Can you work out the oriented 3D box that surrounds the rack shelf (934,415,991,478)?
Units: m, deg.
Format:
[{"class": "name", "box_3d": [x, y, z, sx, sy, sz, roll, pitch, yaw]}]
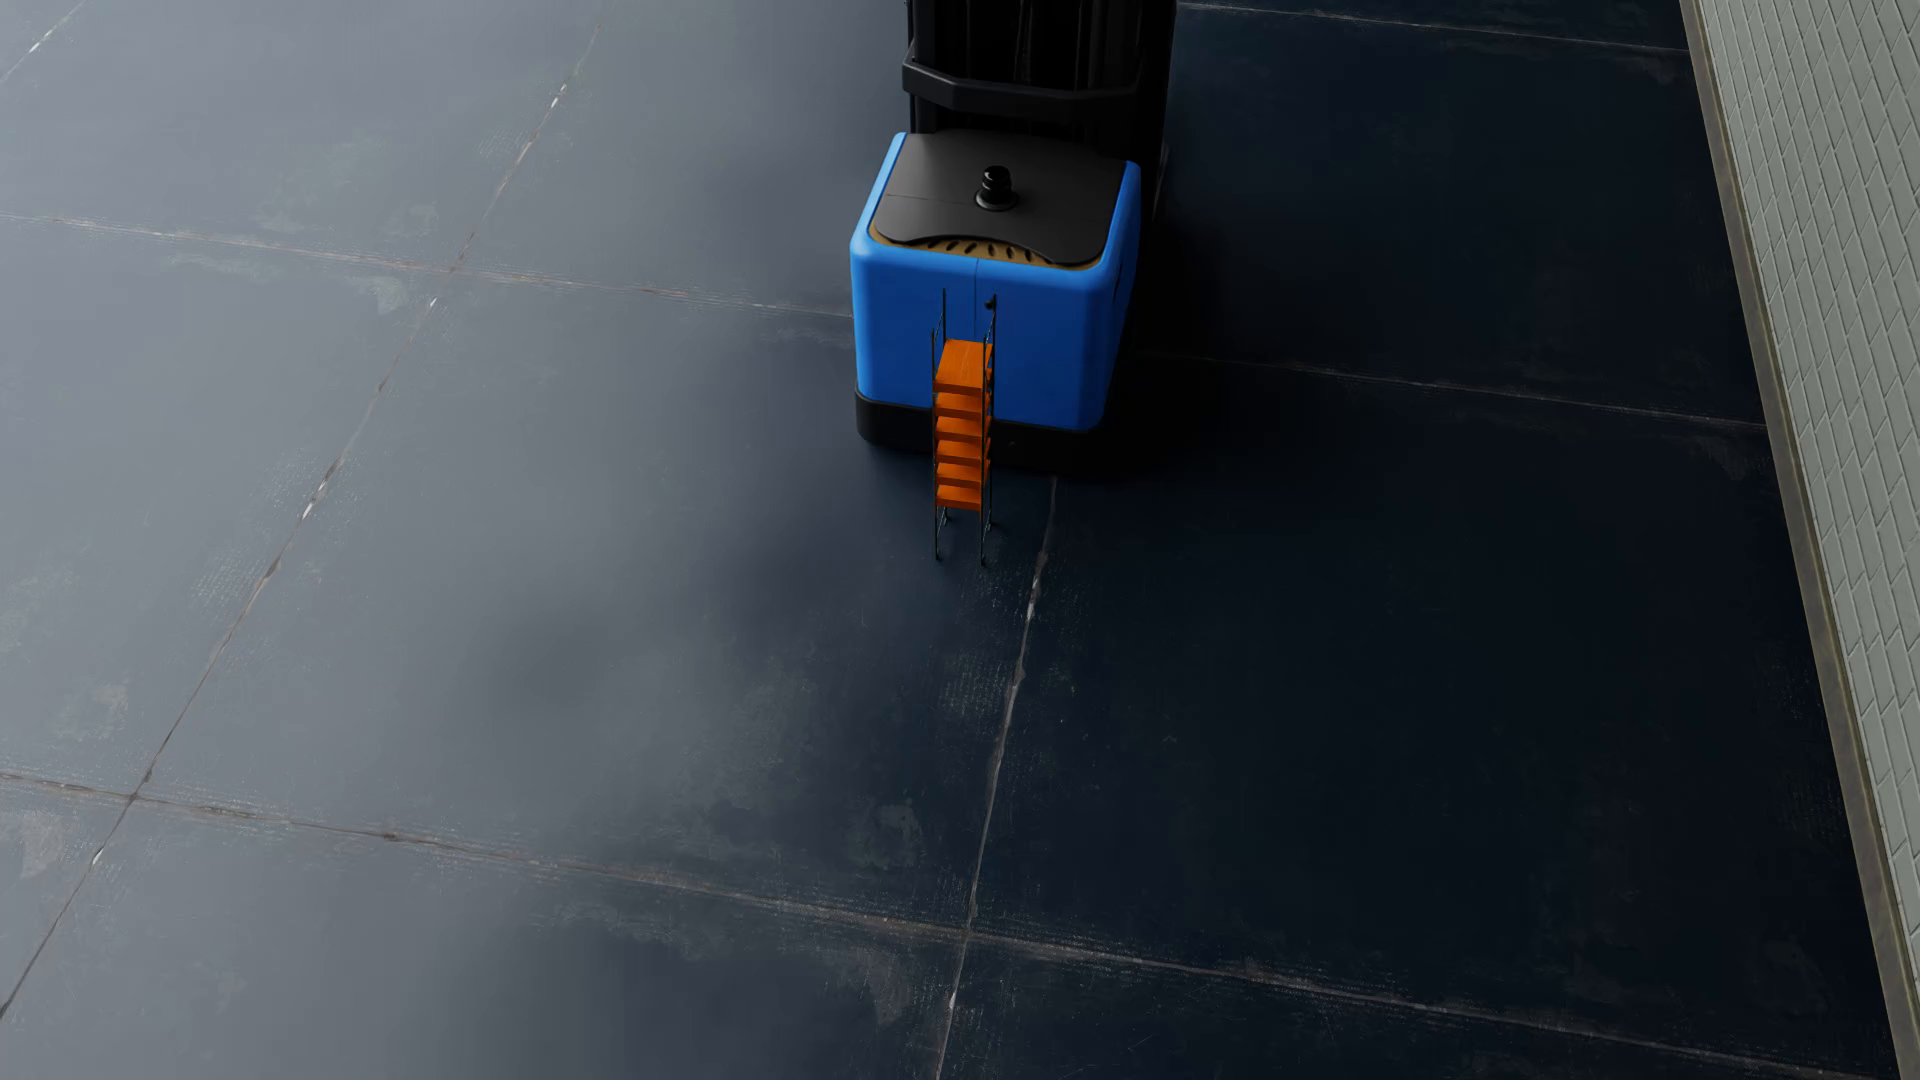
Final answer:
[{"class": "rack shelf", "box_3d": [0.014, -0.369, 6.307, 0.180, 0.103, 0.258, 8, 49, 7]}]

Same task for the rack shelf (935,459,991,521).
[{"class": "rack shelf", "box_3d": [0.014, -0.209, 6.486, 0.180, 0.103, 0.258, 8, 49, 7]}]

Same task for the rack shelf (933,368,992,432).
[{"class": "rack shelf", "box_3d": [0.014, -0.530, 6.128, 0.180, 0.103, 0.258, 8, 49, 7]}]

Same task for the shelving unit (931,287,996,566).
[{"class": "shelving unit", "box_3d": [0.014, -0.399, 6.274, 0.189, 1.200, 0.258, 8, 49, 7]}]

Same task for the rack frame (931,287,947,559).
[{"class": "rack frame", "box_3d": [-0.076, -0.411, 6.285, 0.006, 1.200, 0.240, 8, 49, 7]}]

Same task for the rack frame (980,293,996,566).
[{"class": "rack frame", "box_3d": [0.104, -0.387, 6.263, 0.006, 1.200, 0.240, 8, 49, 7]}]

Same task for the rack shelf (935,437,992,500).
[{"class": "rack shelf", "box_3d": [0.014, -0.289, 6.396, 0.180, 0.103, 0.258, 8, 49, 7]}]

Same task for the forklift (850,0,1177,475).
[{"class": "forklift", "box_3d": [0.377, -2.369, 6.880, 1.130, 2.935, 3.031, 9, 49, 8]}]

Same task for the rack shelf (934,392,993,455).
[{"class": "rack shelf", "box_3d": [0.014, -0.450, 6.218, 0.180, 0.103, 0.258, 8, 49, 7]}]

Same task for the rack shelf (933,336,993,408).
[{"class": "rack shelf", "box_3d": [0.014, -0.610, 6.039, 0.180, 0.103, 0.258, 8, 49, 7]}]
